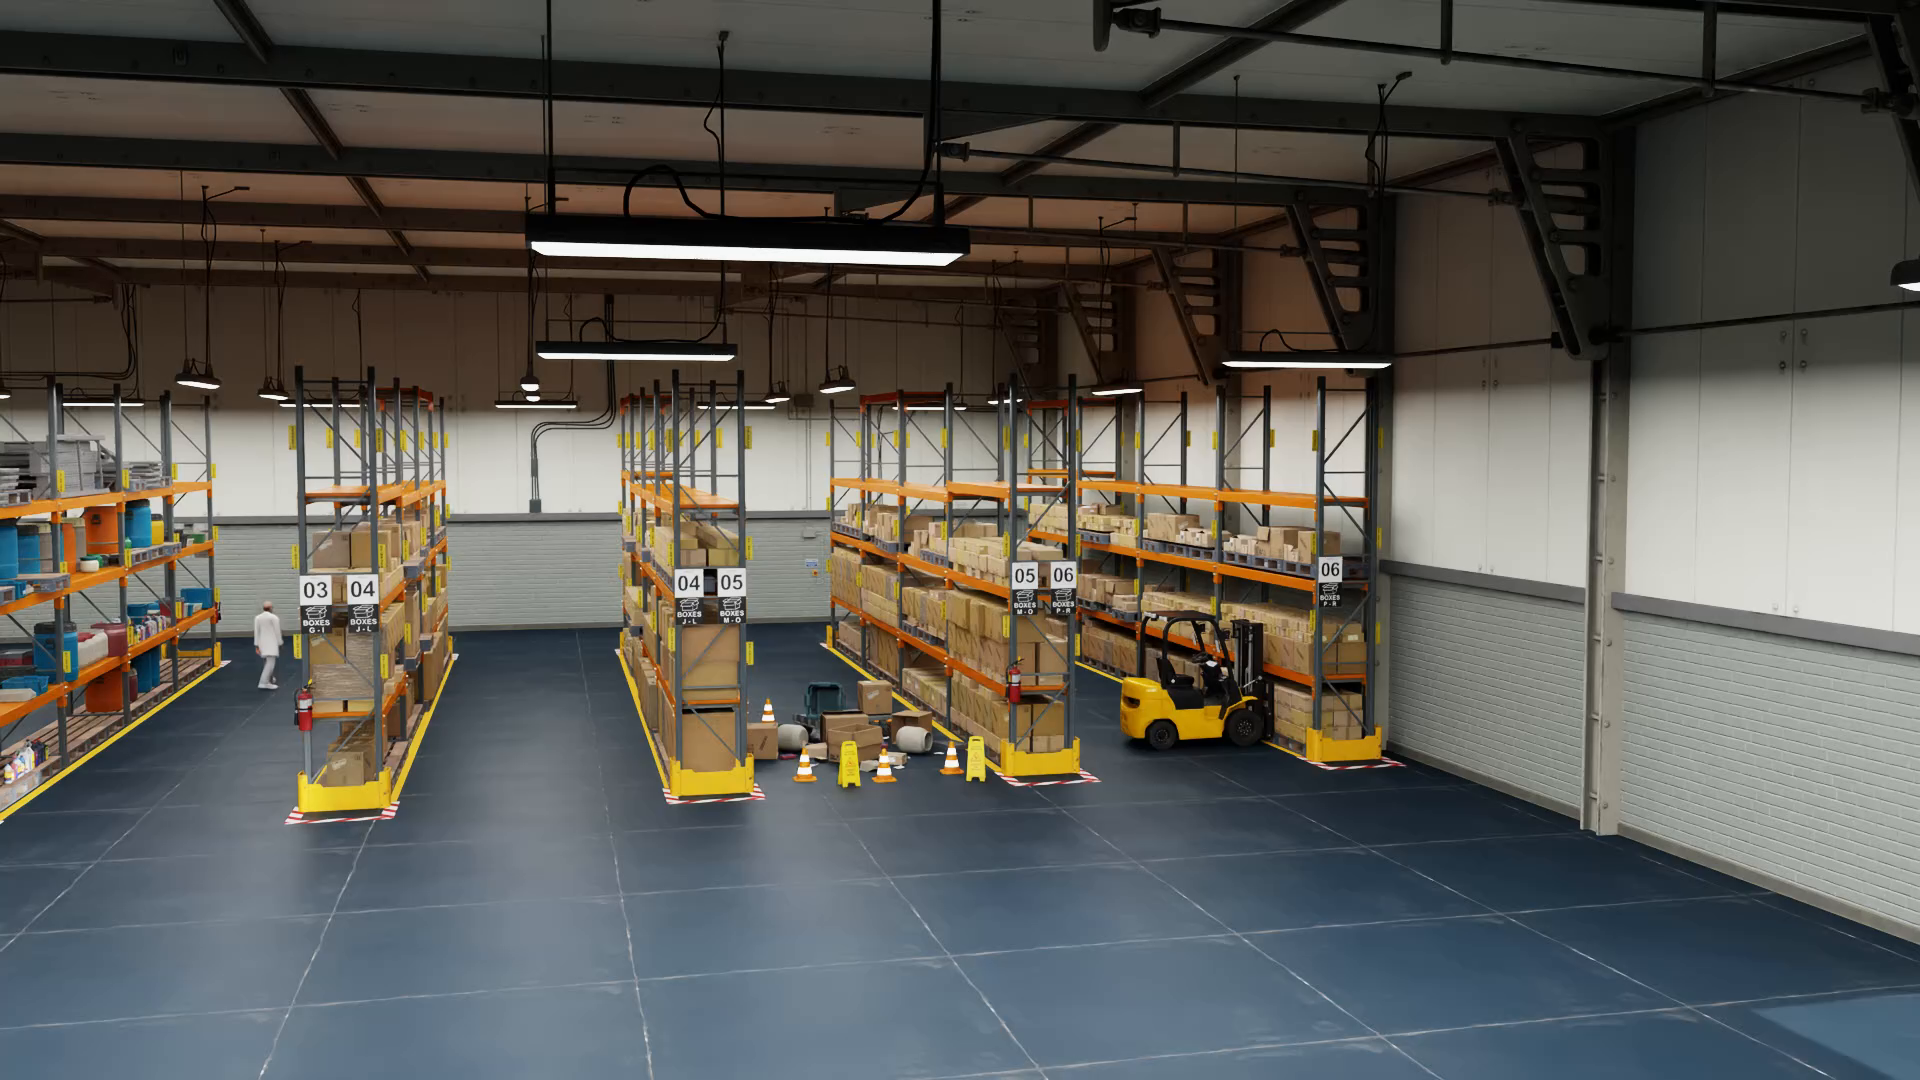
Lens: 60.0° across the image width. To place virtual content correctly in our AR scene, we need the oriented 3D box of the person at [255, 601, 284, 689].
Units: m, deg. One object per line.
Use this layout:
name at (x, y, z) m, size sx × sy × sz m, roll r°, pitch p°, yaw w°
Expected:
person at (-13.939, 2.172, 33.530) m, size 0.626 × 1.655 × 0.876 m, roll 1°, pitch 4°, yaw 20°
